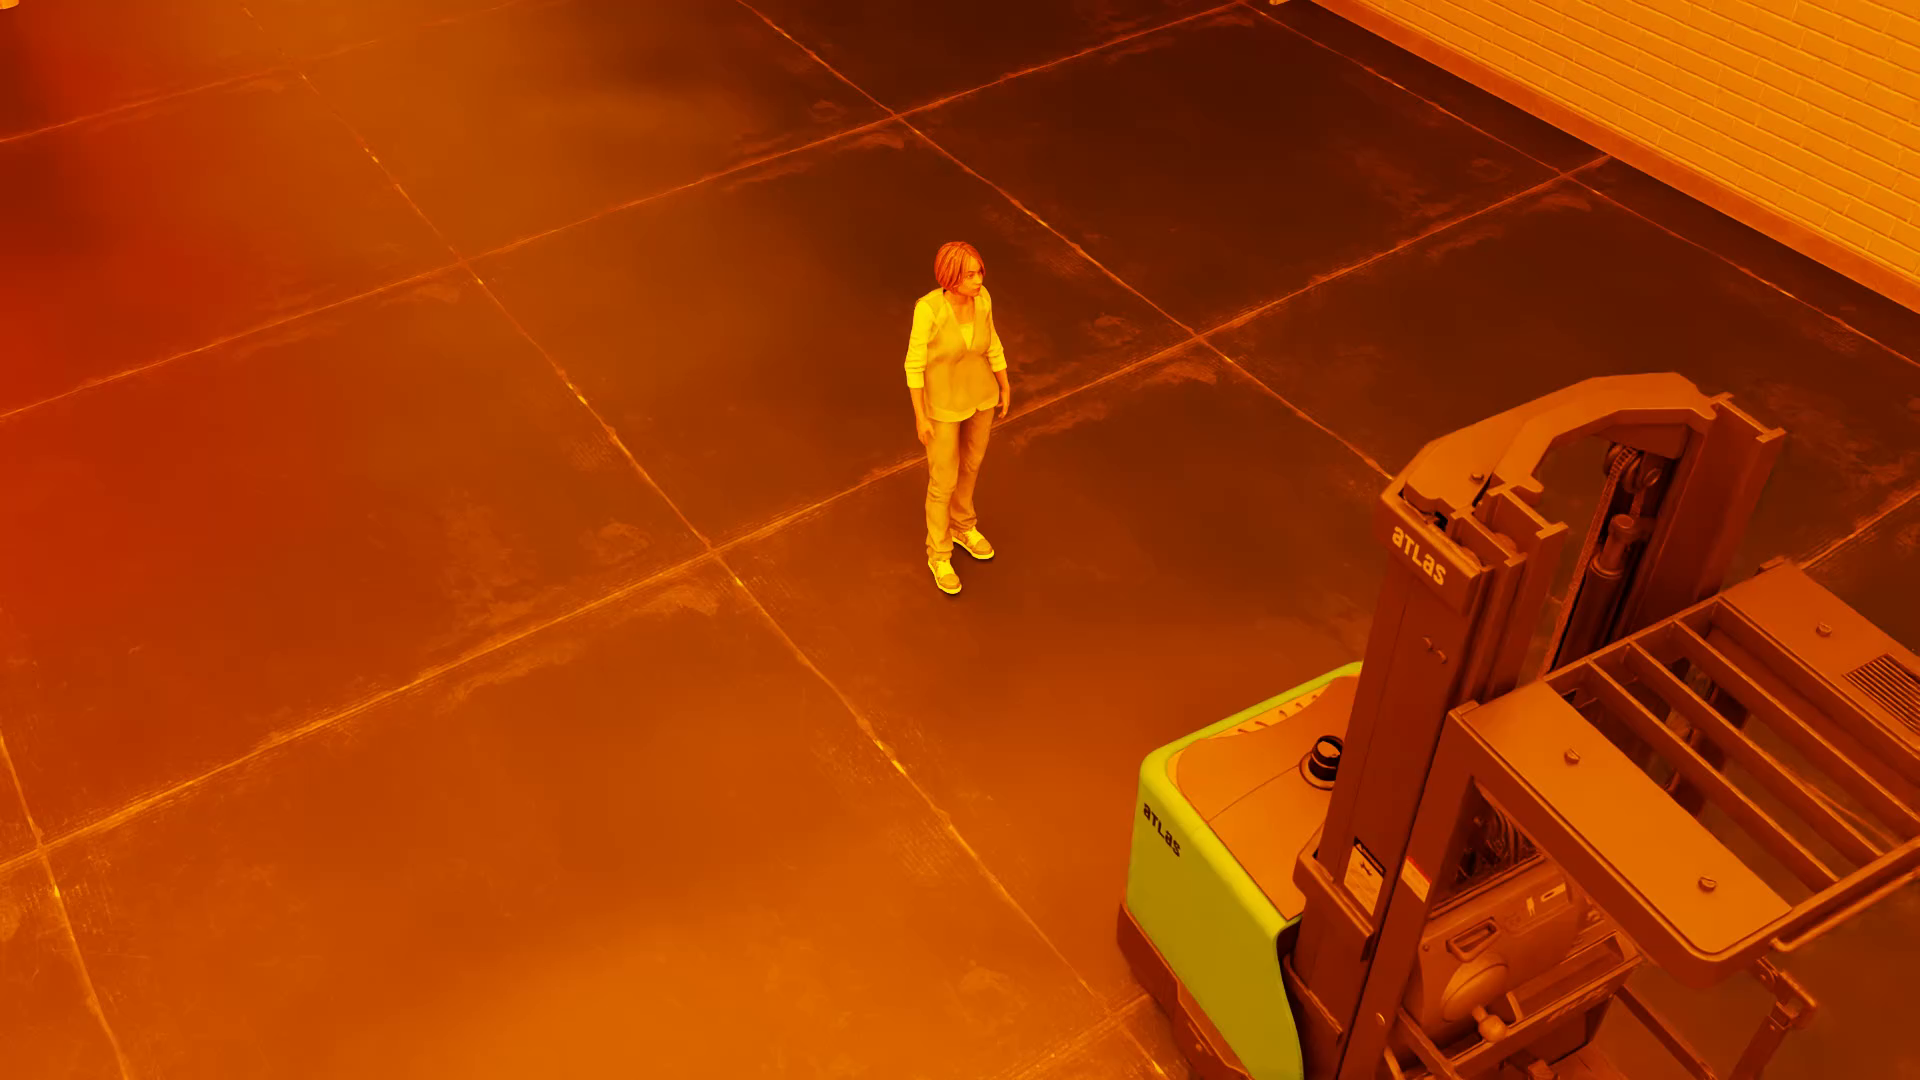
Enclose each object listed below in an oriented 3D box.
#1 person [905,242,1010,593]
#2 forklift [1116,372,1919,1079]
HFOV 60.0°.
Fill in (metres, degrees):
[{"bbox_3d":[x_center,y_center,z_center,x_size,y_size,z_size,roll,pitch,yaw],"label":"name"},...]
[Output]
[{"bbox_3d":[0.030,-0.546,7.282,0.520,1.597,0.475,-25,48,-25],"label":"person"},{"bbox_3d":[1.732,1.150,4.468,1.130,2.935,3.031,-20,46,-21],"label":"forklift"}]
